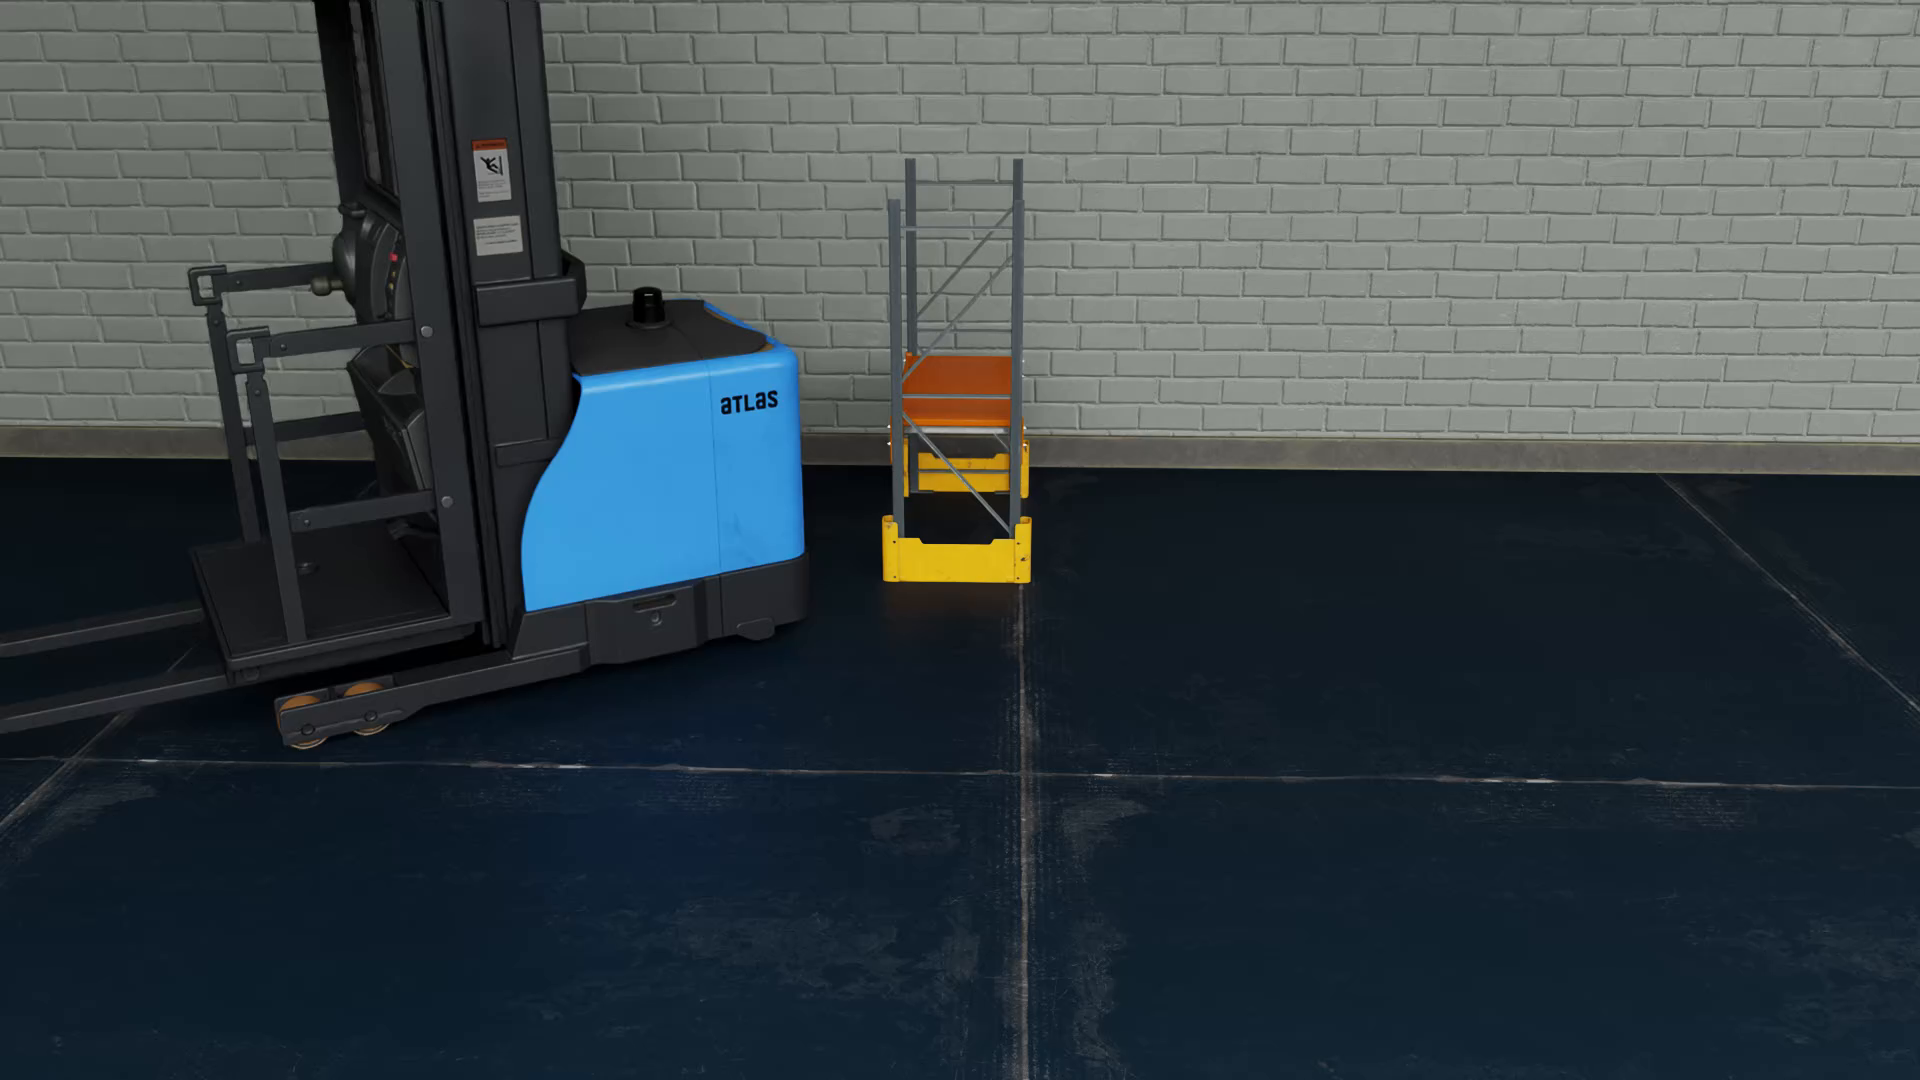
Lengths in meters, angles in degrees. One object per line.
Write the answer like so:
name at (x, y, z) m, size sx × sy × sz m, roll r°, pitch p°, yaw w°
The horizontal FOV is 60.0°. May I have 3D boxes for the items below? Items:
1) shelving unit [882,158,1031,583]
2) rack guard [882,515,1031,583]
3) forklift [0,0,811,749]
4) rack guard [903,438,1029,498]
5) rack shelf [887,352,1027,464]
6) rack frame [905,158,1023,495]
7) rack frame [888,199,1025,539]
shelving unit at (0.002, -0.727, 6.829) m, size 0.587 × 1.500 × 1.083 m, roll 1°, pitch 21°, yaw 2°
rack guard at (-0.013, 0.036, 6.591) m, size 0.587 × 0.250 × 0.087 m, roll 1°, pitch 21°, yaw 2°
forklift at (-2.091, -0.917, 5.341) m, size 3.031 × 2.935 × 1.130 m, roll -11°, pitch 24°, yaw -27°
rack guard at (0.017, -0.324, 7.519) m, size 0.587 × 0.250 × 0.087 m, roll 1°, pitch 21°, yaw 2°
rack shelf at (0.003, -0.562, 6.902) m, size 0.538 × 0.185 × 1.000 m, roll 1°, pitch 21°, yaw 2°
rack frame at (0.018, -0.914, 7.311) m, size 0.500 × 1.500 × 0.032 m, roll 1°, pitch 21°, yaw 2°
rack frame at (-0.013, -0.546, 6.363) m, size 0.500 × 1.500 × 0.032 m, roll 1°, pitch 21°, yaw 2°
